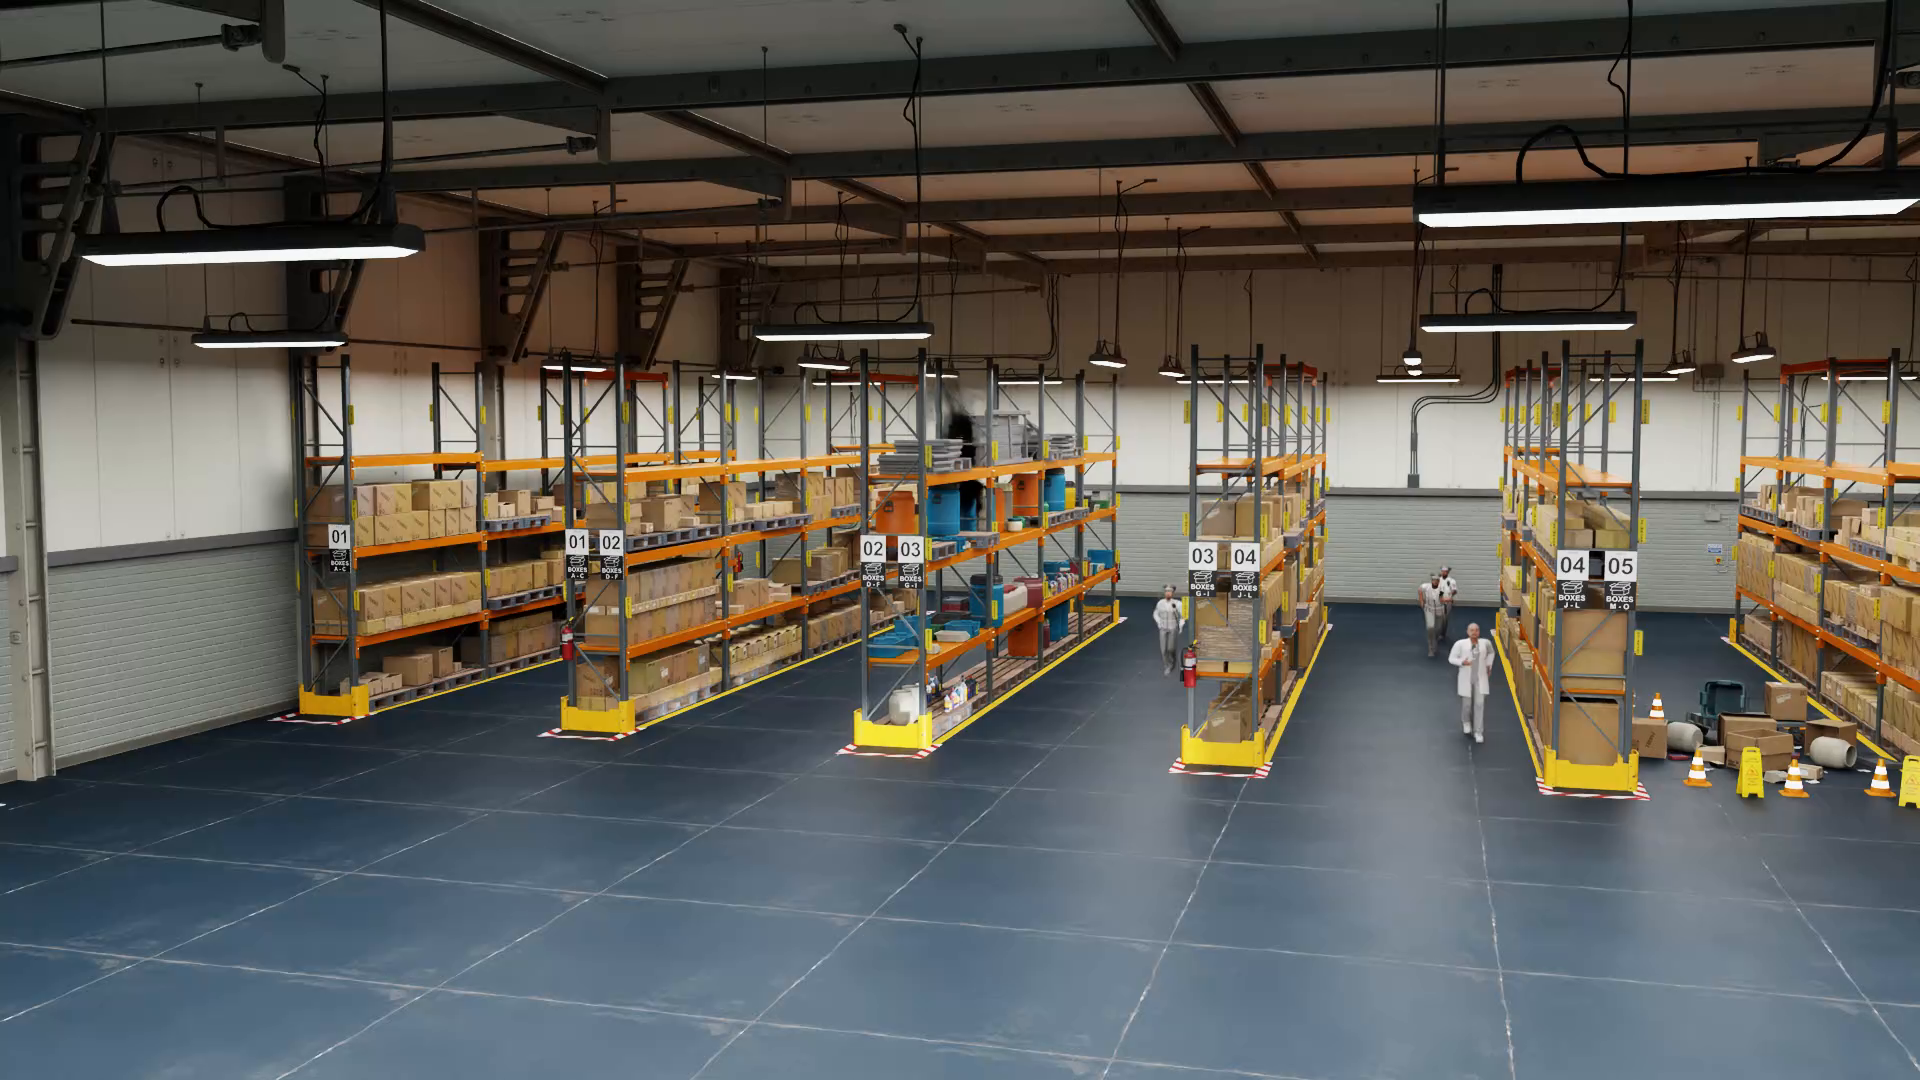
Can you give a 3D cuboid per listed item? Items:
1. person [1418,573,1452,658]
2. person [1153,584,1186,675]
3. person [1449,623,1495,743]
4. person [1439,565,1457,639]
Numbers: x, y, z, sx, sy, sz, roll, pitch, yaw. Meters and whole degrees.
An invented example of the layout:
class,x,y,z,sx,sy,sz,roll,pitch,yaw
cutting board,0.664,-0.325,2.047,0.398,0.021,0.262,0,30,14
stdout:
class,x,y,z,sx,sy,sz,roll,pitch,yaw
person,9.907,1.551,34.693,0.655,1.800,0.965,1,4,10
person,3.800,1.627,30.290,0.616,1.661,0.470,1,5,19
person,7.898,2.161,25.631,0.711,1.771,1.034,1,4,9
person,10.714,1.408,36.824,0.560,1.725,0.663,2,5,20
